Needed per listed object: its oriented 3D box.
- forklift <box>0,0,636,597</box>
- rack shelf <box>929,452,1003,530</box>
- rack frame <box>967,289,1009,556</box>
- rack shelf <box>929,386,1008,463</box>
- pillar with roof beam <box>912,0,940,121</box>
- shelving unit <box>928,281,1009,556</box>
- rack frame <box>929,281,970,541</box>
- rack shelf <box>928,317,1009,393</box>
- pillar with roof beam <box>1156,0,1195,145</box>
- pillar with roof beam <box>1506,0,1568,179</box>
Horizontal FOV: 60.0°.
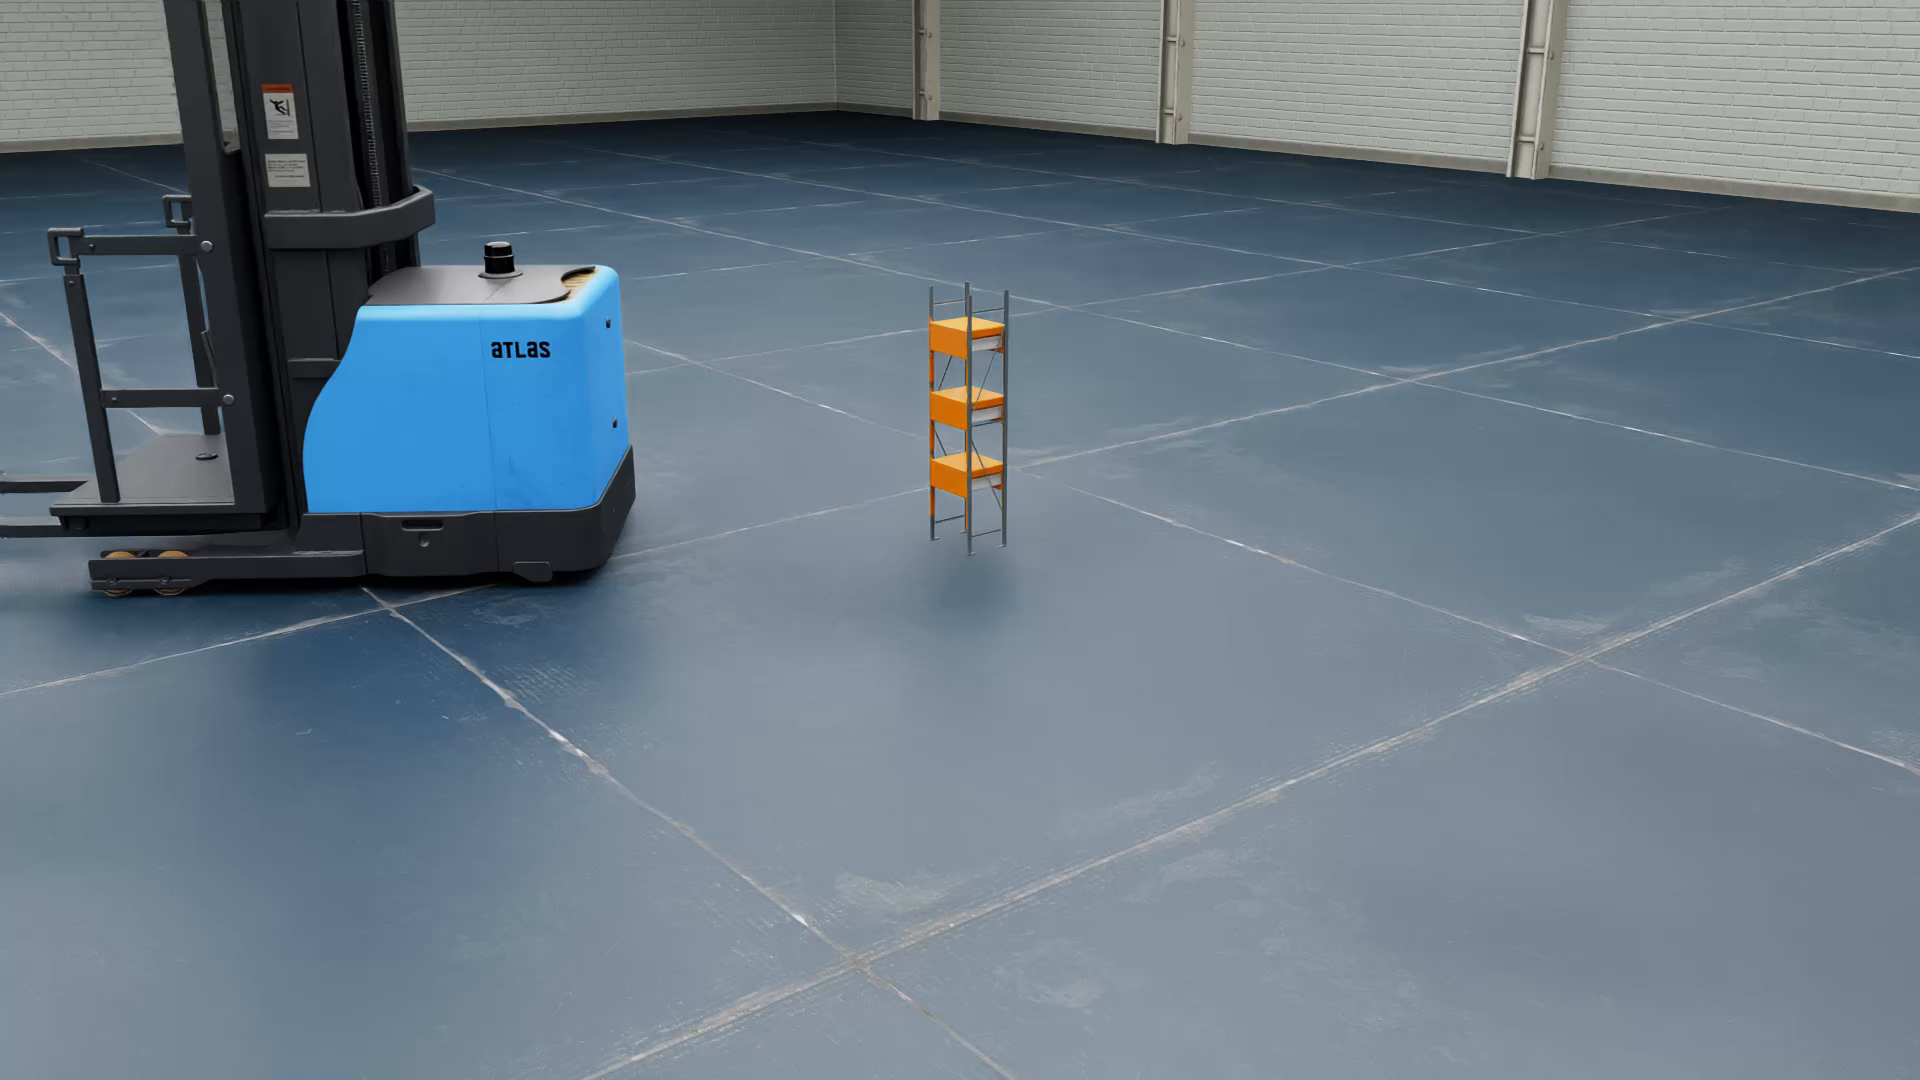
[{"bbox_3d":[-2.894,-1.350,6.276,3.031,2.935,1.130,-1,18,-2],"label":"forklift"},{"bbox_3d":[0.033,-0.211,6.748,0.215,0.259,0.240,-14,23,-36],"label":"rack shelf"},{"bbox_3d":[0.109,-0.455,6.567,0.200,1.050,0.008,-14,23,-36],"label":"rack frame"},{"bbox_3d":[0.033,-0.475,6.661,0.215,0.259,0.240,-14,23,-36],"label":"rack shelf"},{"bbox_3d":[-3.960,-10.777,25.092,9.100,9.000,0.400,-14,23,-36],"label":"pillar with roof beam"},{"bbox_3d":[0.033,-0.485,6.658,0.215,1.050,0.252,-14,23,-36],"label":"shelving unit"},{"bbox_3d":[-0.043,-0.515,6.748,0.200,1.050,0.008,-14,23,-36],"label":"rack frame"},{"bbox_3d":[0.033,-0.745,6.572,0.215,0.259,0.240,-14,23,-36],"label":"rack shelf"},{"bbox_3d":[-0.234,-9.298,20.627,9.100,9.000,0.400,-14,23,-36],"label":"pillar with roof beam"},{"bbox_3d":[3.491,-7.820,16.162,9.100,9.000,0.400,-14,23,-36],"label":"pillar with roof beam"}]
